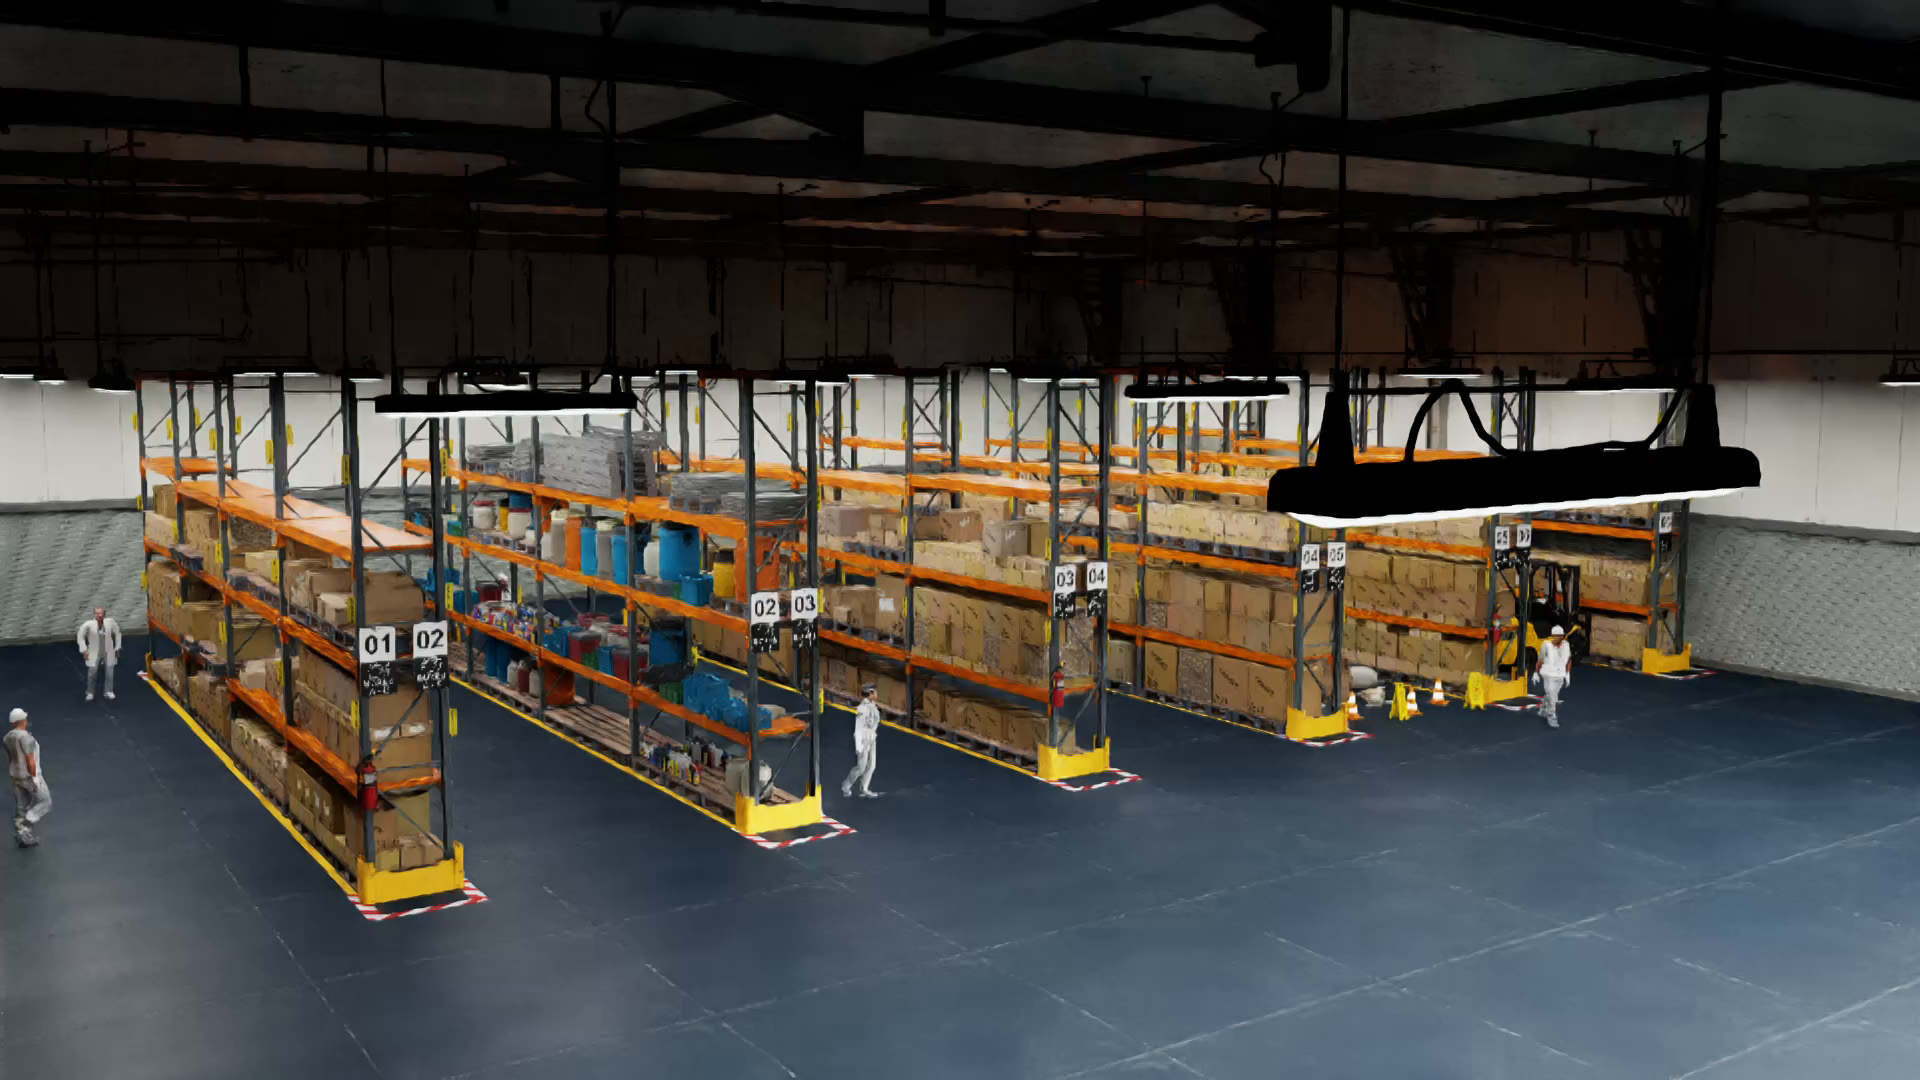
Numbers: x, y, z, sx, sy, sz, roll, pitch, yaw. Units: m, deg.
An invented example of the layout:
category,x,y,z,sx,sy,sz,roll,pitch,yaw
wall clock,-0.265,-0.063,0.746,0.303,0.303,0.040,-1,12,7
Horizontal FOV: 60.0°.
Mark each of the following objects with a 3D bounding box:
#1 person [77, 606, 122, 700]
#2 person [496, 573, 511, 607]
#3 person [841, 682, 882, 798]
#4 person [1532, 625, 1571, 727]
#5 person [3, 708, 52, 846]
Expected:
category,x,y,z,sx,sy,sz,roll,pitch,yaw
person,-15.706,2.053,30.350,0.713,1.732,0.541,-5,8,-35
person,-9.588,1.541,34.840,0.538,1.715,1.026,-6,9,-41
person,-1.420,2.846,23.690,0.532,1.652,0.531,2,7,20
person,10.094,2.287,28.318,0.602,1.731,0.984,-2,7,-14
person,-11.986,3.042,21.299,0.598,1.786,0.444,4,8,31
